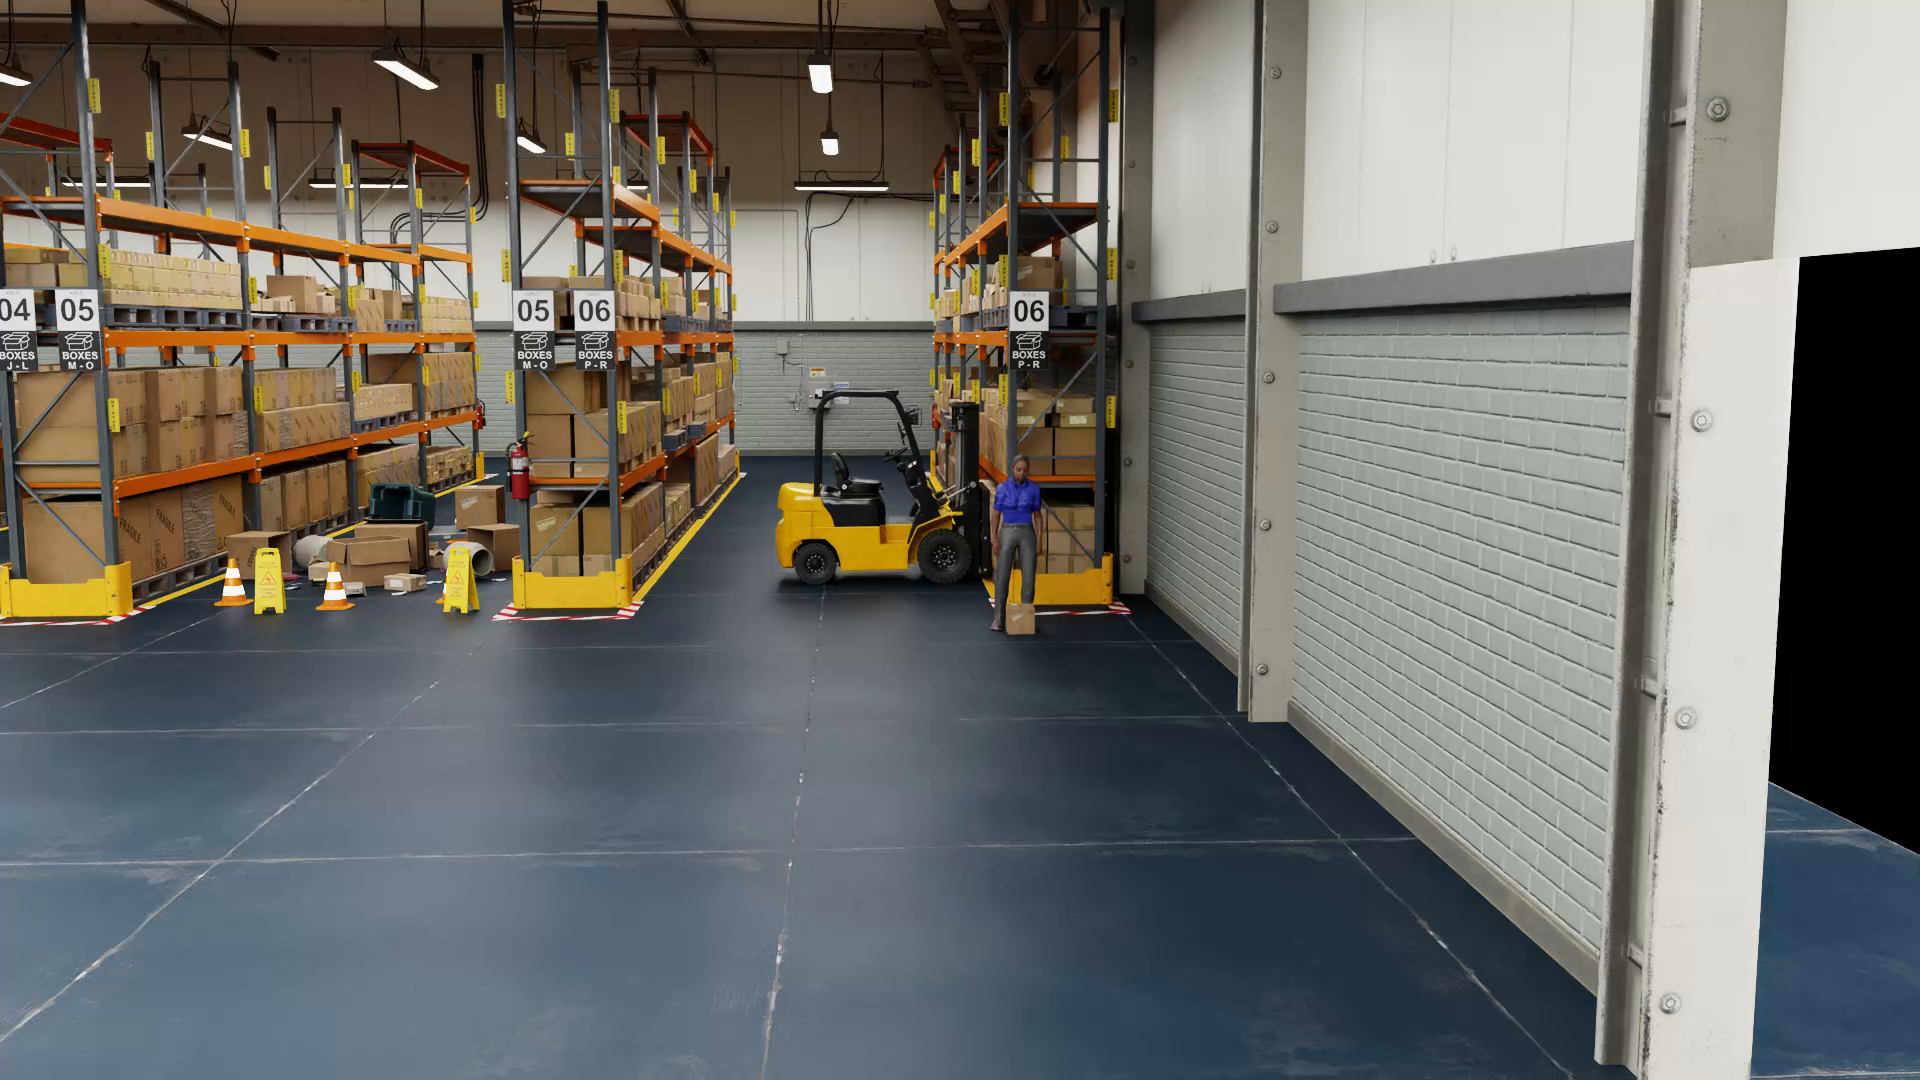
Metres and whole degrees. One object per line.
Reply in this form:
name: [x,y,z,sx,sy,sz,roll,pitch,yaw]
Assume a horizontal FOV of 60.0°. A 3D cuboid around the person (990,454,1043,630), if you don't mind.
person: [0.533,0.013,15.672,0.512,1.653,0.348,-1,7,-6]
